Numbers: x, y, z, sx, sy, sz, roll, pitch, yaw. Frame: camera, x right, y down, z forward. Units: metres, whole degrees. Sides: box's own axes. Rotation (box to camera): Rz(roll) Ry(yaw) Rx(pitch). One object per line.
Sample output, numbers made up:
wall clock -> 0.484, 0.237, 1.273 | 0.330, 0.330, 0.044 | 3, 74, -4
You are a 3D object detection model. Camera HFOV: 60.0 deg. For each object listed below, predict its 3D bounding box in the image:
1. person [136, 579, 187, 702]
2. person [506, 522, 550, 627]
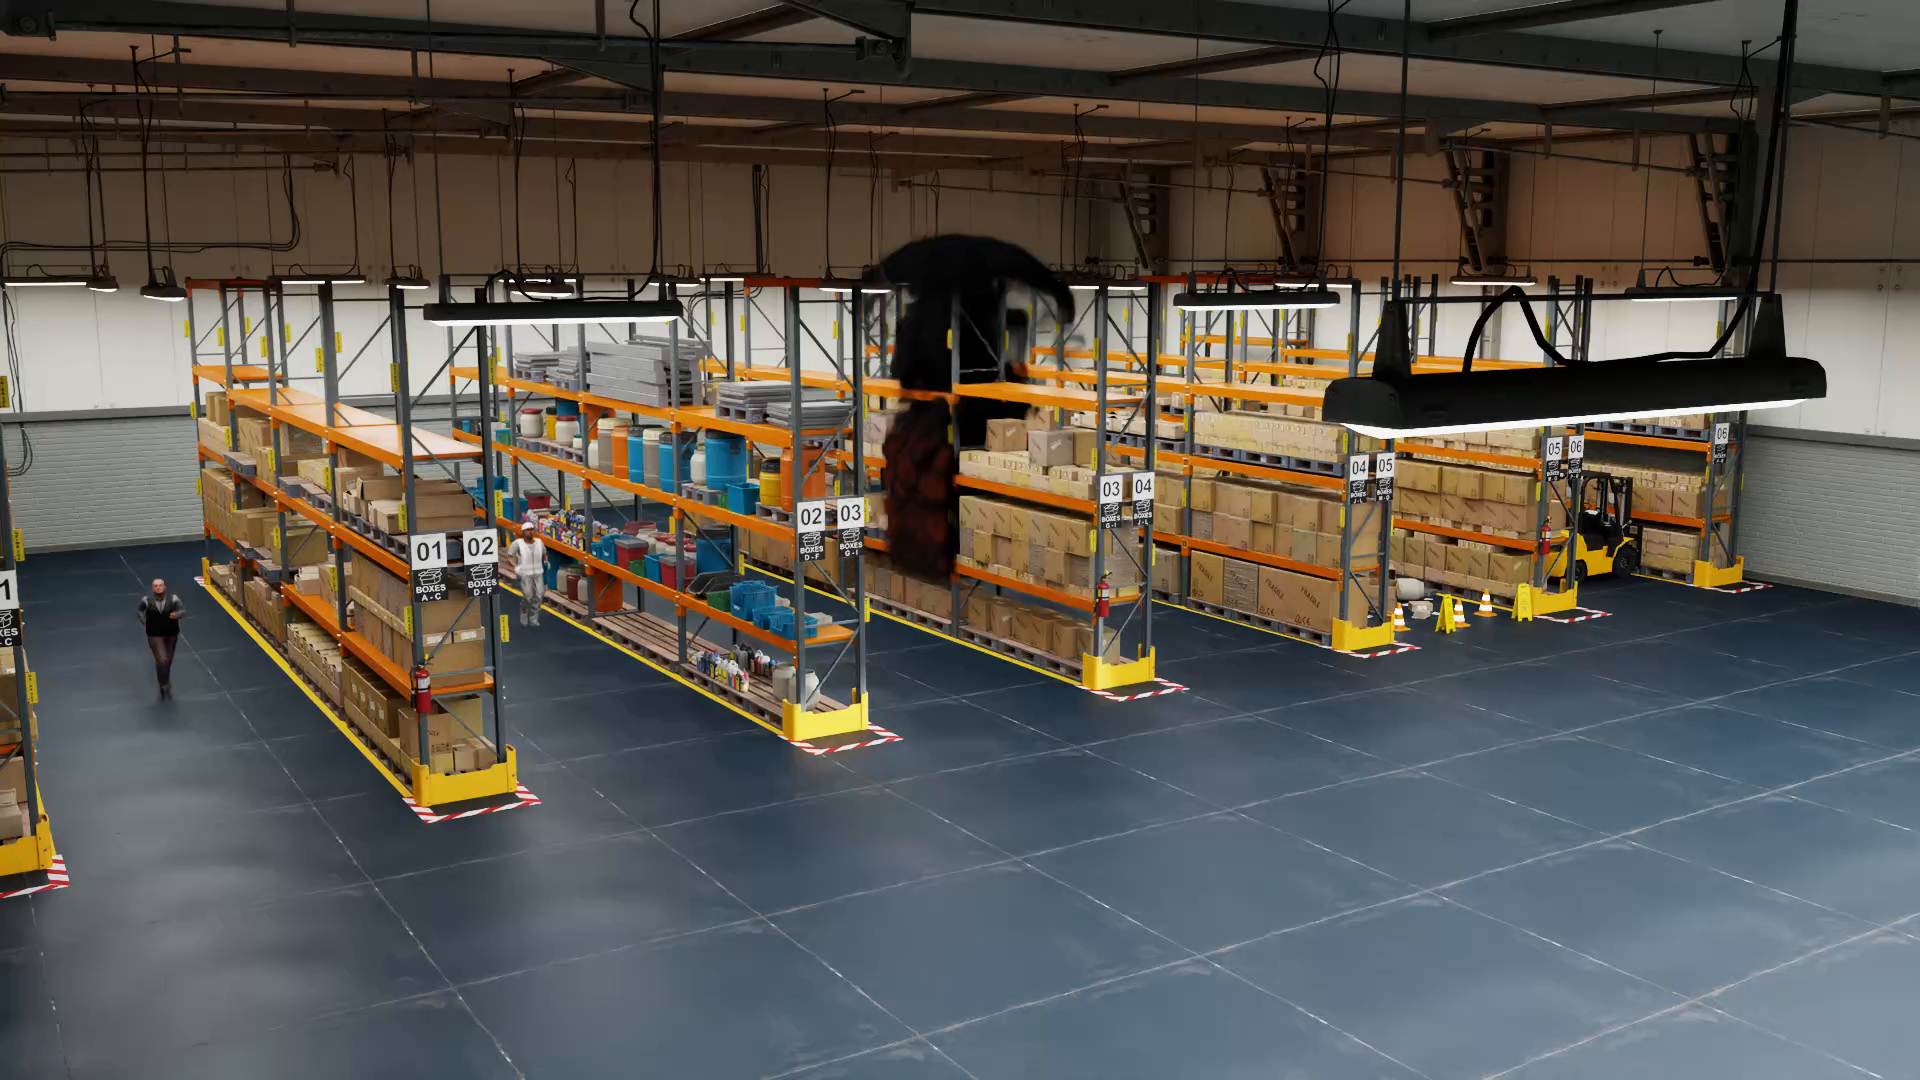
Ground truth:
person -> -11.656, 1.435, 24.365 | 0.630, 1.785, 0.789 | -7, 12, -36
person -> -7.106, 0.582, 27.575 | 0.678, 1.757, 0.571 | -7, 12, -35
